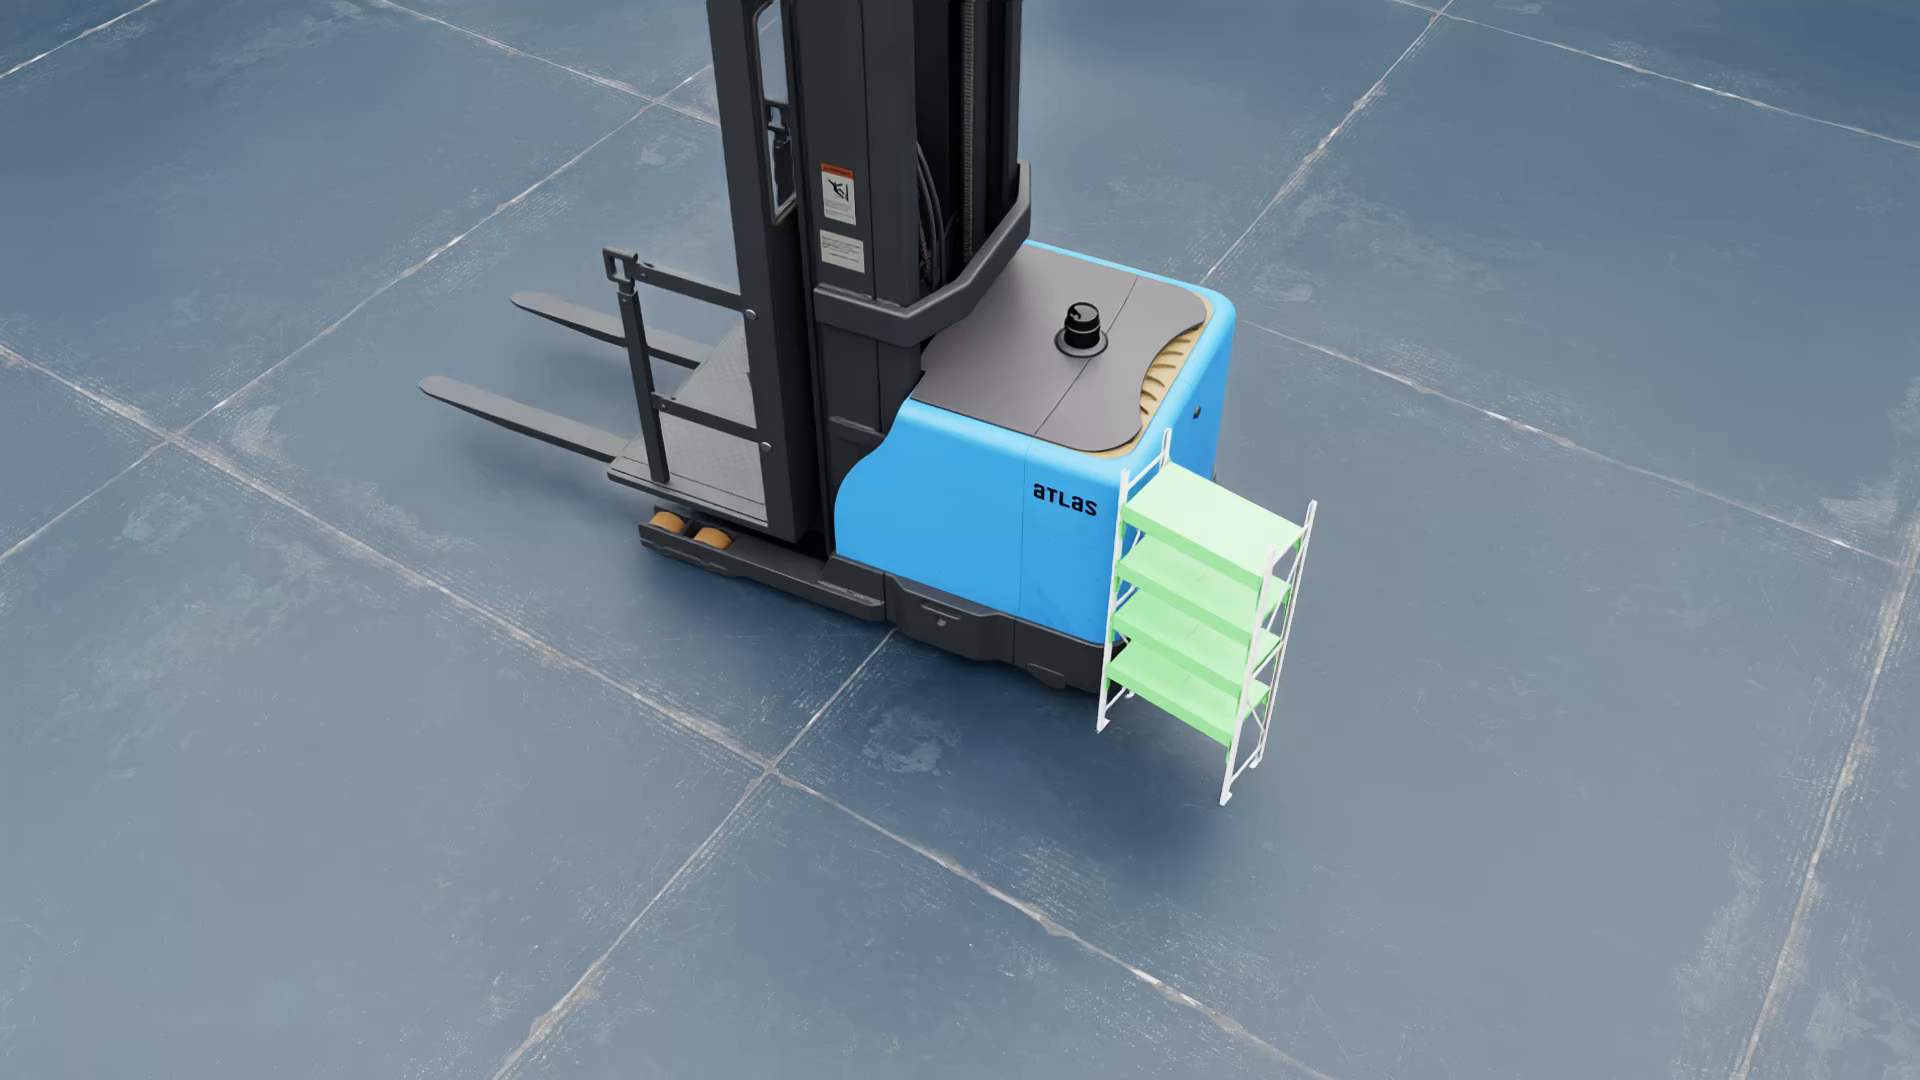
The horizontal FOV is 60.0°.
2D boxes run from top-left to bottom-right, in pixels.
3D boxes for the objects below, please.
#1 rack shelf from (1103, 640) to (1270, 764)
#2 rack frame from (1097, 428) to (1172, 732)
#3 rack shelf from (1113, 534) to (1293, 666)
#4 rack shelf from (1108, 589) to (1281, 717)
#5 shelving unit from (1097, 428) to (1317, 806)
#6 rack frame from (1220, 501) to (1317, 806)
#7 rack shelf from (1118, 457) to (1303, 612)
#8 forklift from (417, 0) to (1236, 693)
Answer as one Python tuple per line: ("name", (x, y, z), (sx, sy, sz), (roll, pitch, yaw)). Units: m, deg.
("rack shelf", (0.734, 0.480, 5.371), (0.480, 0.148, 0.258), (30, 53, 26))
("rack frame", (0.543, 0.159, 5.258), (0.015, 1.200, 0.240), (30, 53, 26))
("rack shelf", (0.734, 0.145, 5.027), (0.480, 0.148, 0.258), (30, 53, 26))
("rack shelf", (0.734, 0.313, 5.199), (0.480, 0.148, 0.258), (30, 53, 26))
("shelving unit", (0.734, 0.268, 5.153), (0.503, 1.200, 0.258), (30, 53, 26))
("rack frame", (0.926, 0.377, 5.047), (0.015, 1.200, 0.240), (30, 53, 26))
("rack shelf", (0.734, -0.022, 4.854), (0.480, 0.148, 0.258), (30, 53, 26))
("forklift", (-0.622, -1.227, 5.399), (3.031, 2.935, 1.130), (19, 49, 17))
